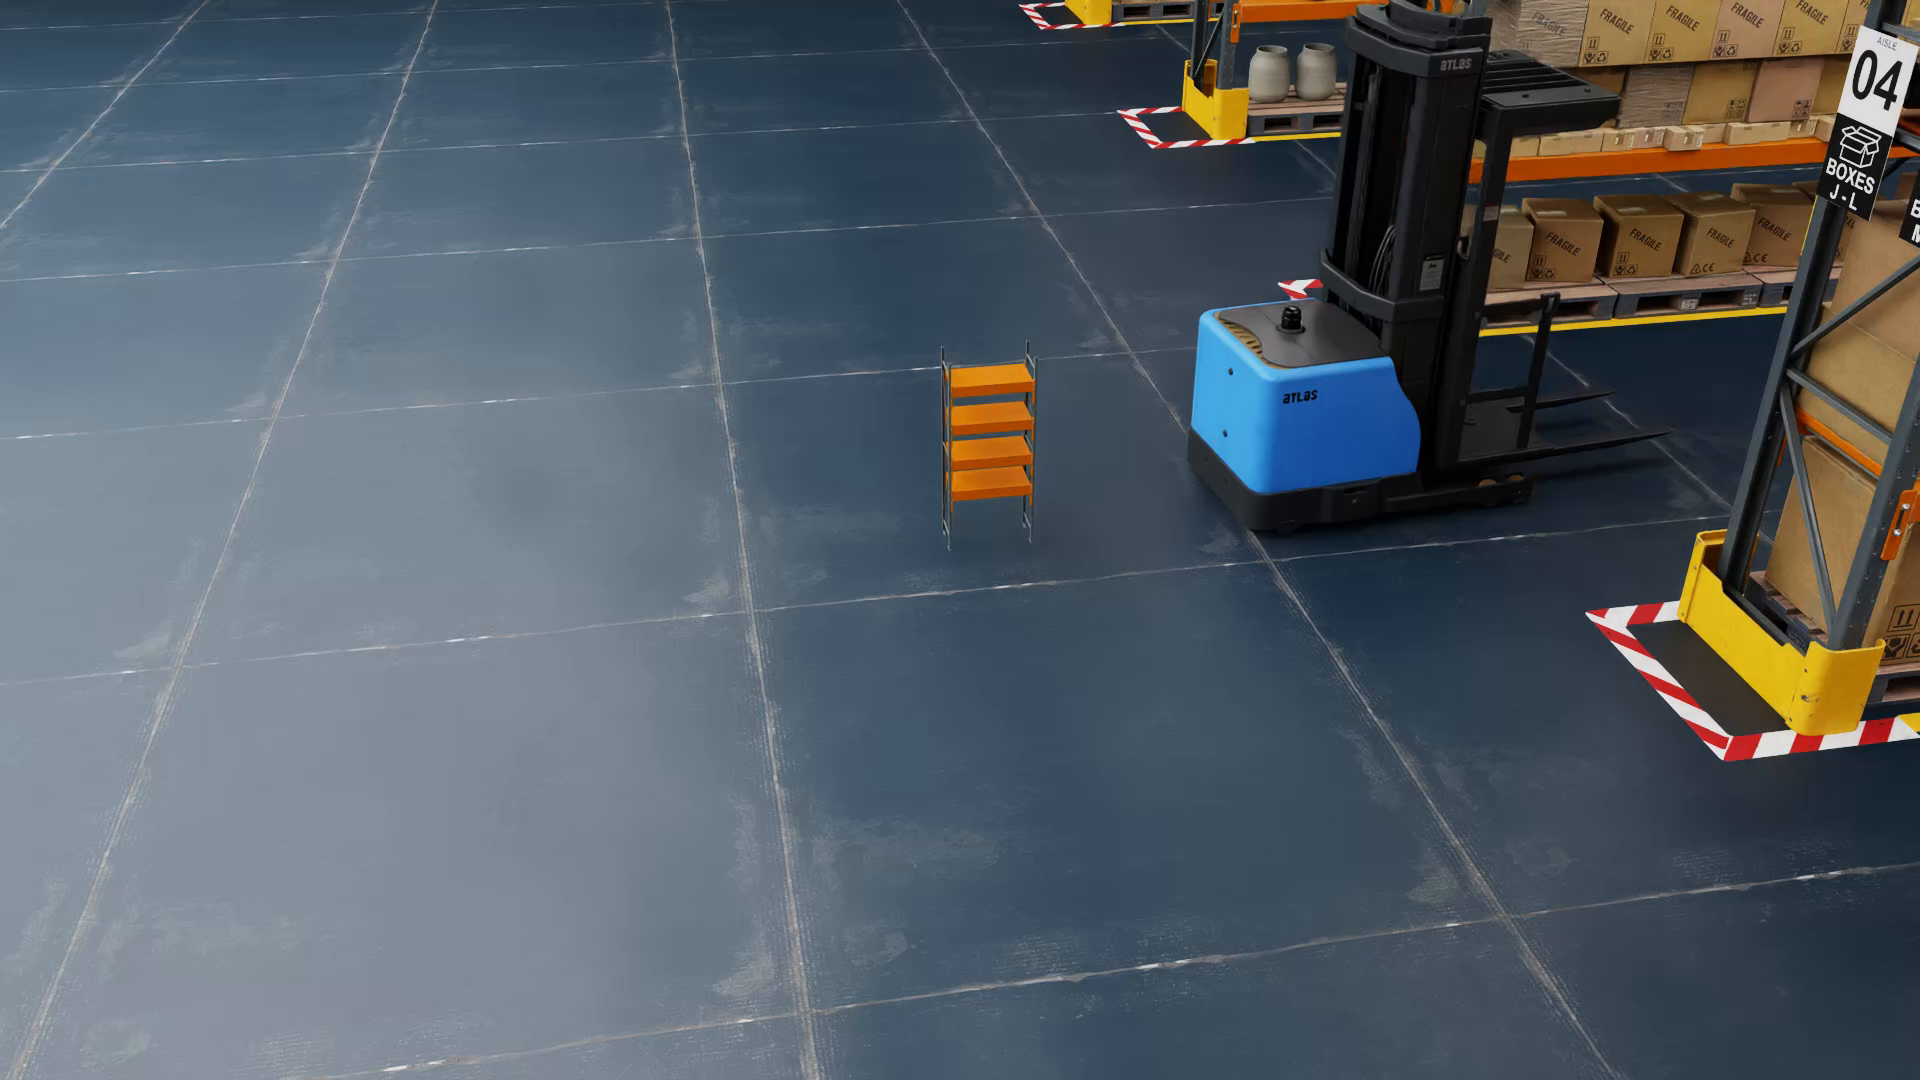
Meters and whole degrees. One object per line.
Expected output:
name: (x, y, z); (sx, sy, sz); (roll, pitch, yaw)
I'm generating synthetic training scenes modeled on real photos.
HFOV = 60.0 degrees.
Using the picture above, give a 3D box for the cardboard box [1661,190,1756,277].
cardboard box: (5.817, -2.409, 13.054); (0.500, 0.500, 0.500); (-8, 31, -13)

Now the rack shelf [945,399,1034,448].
rack shelf: (0.163, -0.667, 9.507); (0.480, 0.148, 0.258); (-5, 31, -9)

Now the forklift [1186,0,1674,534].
forklift: (3.018, -1.716, 9.891); (3.031, 2.935, 1.130); (-9, 32, -14)

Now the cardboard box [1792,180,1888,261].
cardboard box: (6.975, -2.561, 13.312); (0.500, 0.500, 0.500); (-6, 31, -10)

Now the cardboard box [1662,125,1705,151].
cardboard box: (5.258, -2.996, 12.248); (0.250, 0.149, 0.380); (-5, 31, -9)

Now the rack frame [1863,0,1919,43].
rack frame: (4.235, -3.213, 6.450); (0.127, 3.000, 1.000); (-5, 31, -9)

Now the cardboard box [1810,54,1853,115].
cardboard box: (6.424, -3.607, 12.647); (0.500, 0.500, 0.875); (-5, 31, -9)

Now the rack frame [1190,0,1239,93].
rack frame: (2.549, -5.578, 16.392); (0.127, 3.000, 1.000); (-5, 31, -9)

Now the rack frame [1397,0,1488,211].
rack frame: (3.441, -3.109, 12.192); (0.127, 3.000, 1.000); (-5, 31, -9)

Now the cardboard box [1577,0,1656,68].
cardboard box: (4.525, -3.668, 11.764); (0.500, 0.500, 0.500); (-5, 31, -9)

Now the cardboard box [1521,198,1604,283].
cardboard box: (4.641, -2.333, 12.924); (0.500, 0.500, 0.500); (2, 31, 4)

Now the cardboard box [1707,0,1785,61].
cardboard box: (5.507, -3.763, 11.925); (0.500, 0.500, 0.500); (-5, 31, -9)

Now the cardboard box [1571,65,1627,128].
cardboard box: (4.458, -3.422, 12.333); (0.500, 0.500, 0.875); (-5, 31, -9)

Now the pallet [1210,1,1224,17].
pallet: (3.603, -7.047, 21.640); (1.213, 0.211, 1.003); (-5, 31, -9)

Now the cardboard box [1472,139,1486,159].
cardboard box: (3.765, -2.908, 12.098); (0.250, 0.149, 0.380); (-5, 31, -9)

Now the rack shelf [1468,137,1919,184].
rack shelf: (5.409, -2.981, 12.685); (4.000, 0.370, 1.077); (-5, 31, -9)

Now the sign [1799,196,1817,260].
sign: (4.151, -1.500, 8.079); (0.005, 0.325, 0.100); (-5, 31, -9)

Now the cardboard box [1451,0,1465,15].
cardboard box: (3.938, -3.884, 12.133); (0.500, 0.500, 0.500); (-5, 31, -9)

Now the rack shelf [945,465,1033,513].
rack shelf: (0.163, -0.303, 9.721); (0.480, 0.148, 0.258); (-5, 31, -9)

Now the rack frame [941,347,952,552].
rack frame: (-0.077, -0.510, 9.548); (0.015, 1.200, 0.240); (-5, 31, -9)

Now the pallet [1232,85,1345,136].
pallet: (3.416, -4.478, 17.272); (1.213, 0.211, 1.003); (-5, 31, -9)

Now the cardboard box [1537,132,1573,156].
cardboard box: (4.263, -2.936, 12.146); (0.250, 0.149, 0.380); (-5, 31, -9)

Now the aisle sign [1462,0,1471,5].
aisle sign: (3.435, -4.074, 11.269); (0.004, 0.787, 0.394); (-5, 31, -9)

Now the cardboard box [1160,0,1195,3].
cardboard box: (2.720, -7.029, 21.158); (0.500, 0.250, 0.500); (-5, 31, -9)

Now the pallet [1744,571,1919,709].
pallet: (5.008, 0.464, 8.868); (1.213, 0.211, 1.003); (-5, 31, -9)

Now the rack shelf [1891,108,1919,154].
rack shelf: (6.203, -1.792, 7.703); (4.000, 0.370, 1.077); (-5, 31, -9)

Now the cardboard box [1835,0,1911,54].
cardboard box: (6.491, -3.852, 12.077); (0.500, 0.500, 0.500); (-5, 31, -9)

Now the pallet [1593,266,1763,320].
pallet: (5.519, -2.080, 13.193); (1.213, 0.211, 1.003); (-5, 31, -9)

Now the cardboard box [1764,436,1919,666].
cardboard box: (4.891, 0.013, 8.564); (0.875, 0.875, 0.875); (-5, 31, -9)

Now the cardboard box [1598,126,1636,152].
cardboard box: (4.752, -2.989, 12.236); (0.250, 0.149, 0.380); (-5, 31, -9)

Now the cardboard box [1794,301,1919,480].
cardboard box: (4.592, -0.748, 8.029); (0.550, 0.550, 0.875); (-5, 31, -9)

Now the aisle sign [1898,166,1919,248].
aisle sign: (4.220, -1.591, 7.046); (0.004, 0.787, 0.394); (-5, 31, -9)

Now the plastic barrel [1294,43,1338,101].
plastic barrel: (3.676, -4.831, 17.161); (0.421, 0.512, 0.421); (0, 30, 0)

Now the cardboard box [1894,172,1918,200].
cardboard box: (7.984, -2.631, 13.412); (0.500, 0.500, 0.700); (-8, 31, -13)

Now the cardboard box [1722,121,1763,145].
cardboard box: (5.739, -3.070, 12.374); (0.250, 0.149, 0.380); (-5, 31, -9)

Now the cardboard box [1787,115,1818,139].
cardboard box: (6.218, -3.153, 12.515); (0.250, 0.149, 0.380); (-5, 31, -9)

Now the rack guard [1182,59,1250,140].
rack guard: (2.616, -4.531, 17.077); (0.348, 0.500, 1.175); (-5, 31, -9)

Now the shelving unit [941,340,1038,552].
shelving unit: (0.163, -0.532, 9.586); (0.503, 1.200, 0.258); (-5, 31, -9)

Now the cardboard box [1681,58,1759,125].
cardboard box: (5.451, -3.486, 12.442); (0.500, 0.500, 0.875); (-5, 31, -9)
